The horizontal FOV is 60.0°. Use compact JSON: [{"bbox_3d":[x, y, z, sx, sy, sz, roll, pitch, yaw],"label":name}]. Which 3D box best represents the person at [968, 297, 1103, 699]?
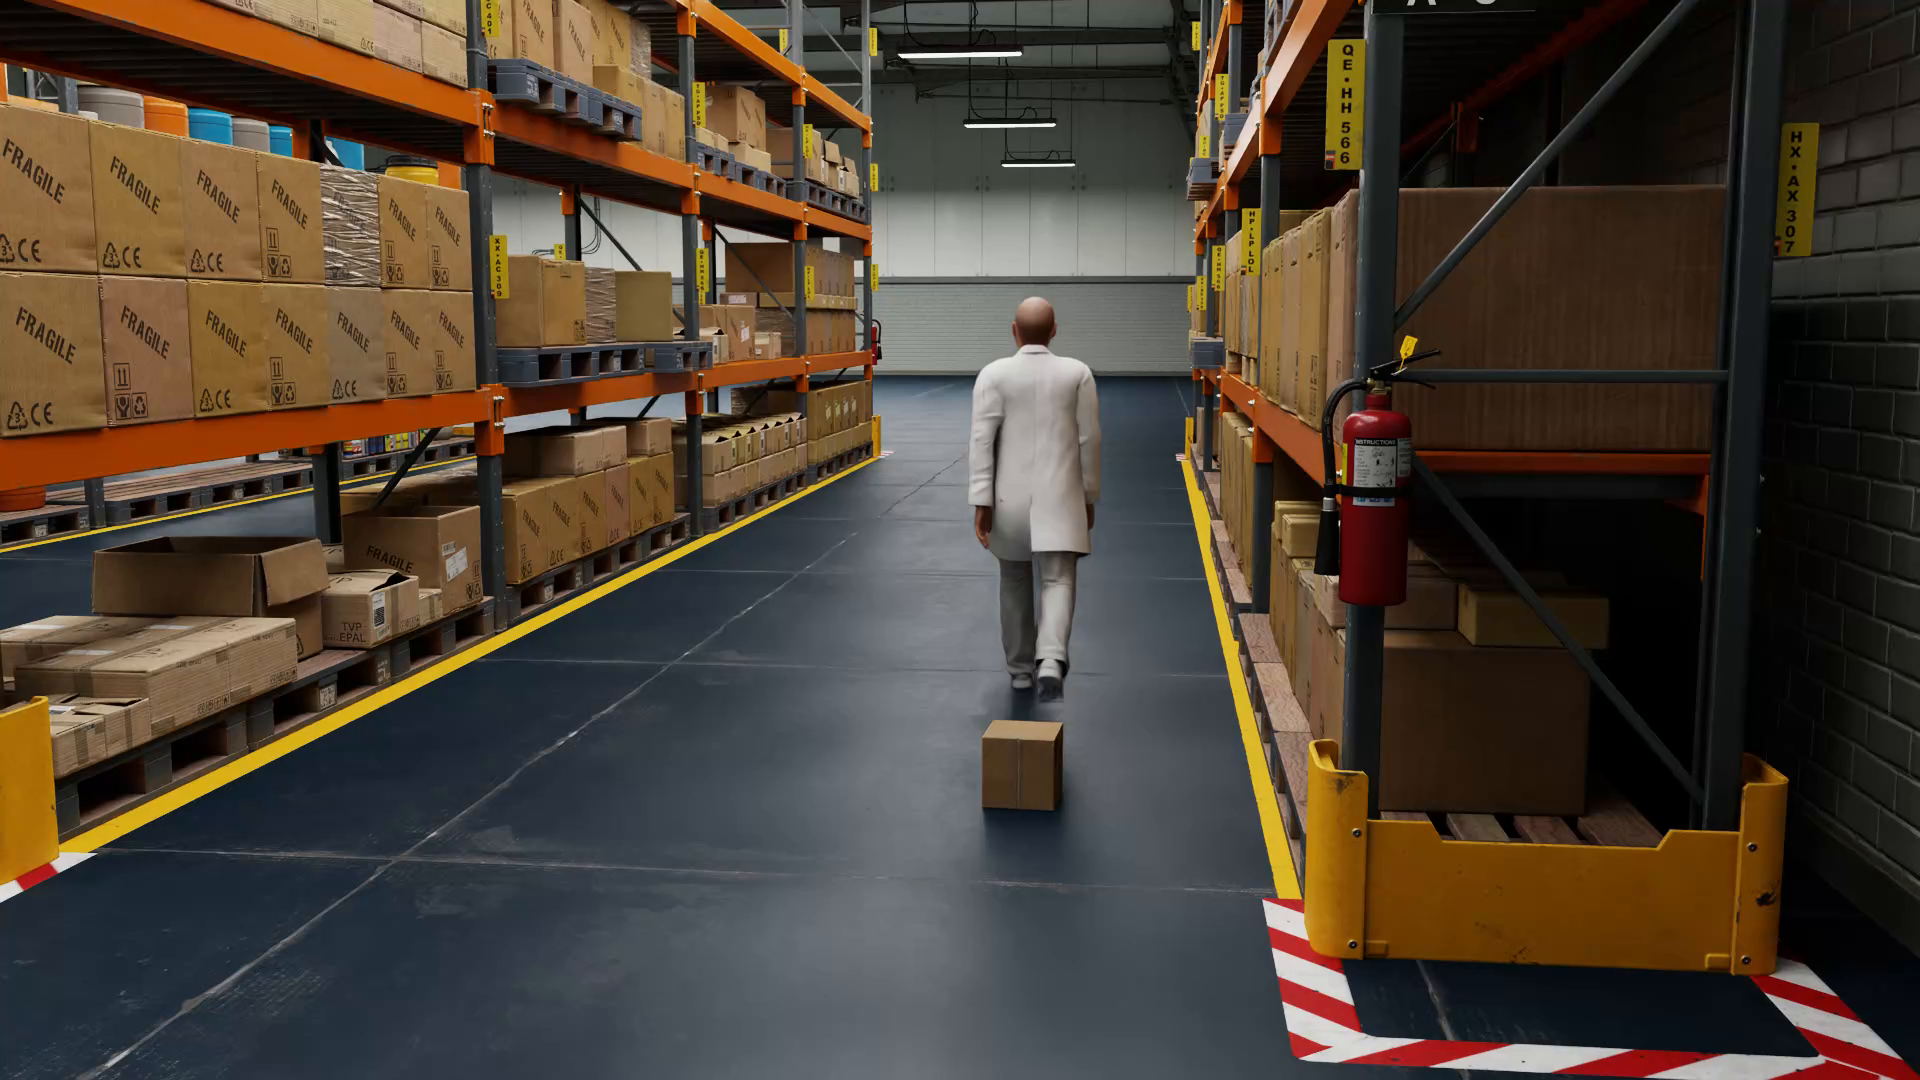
[{"bbox_3d":[0.325,-0.169,7.155,0.570,1.739,1.100,1,7,5],"label":"person"}]
